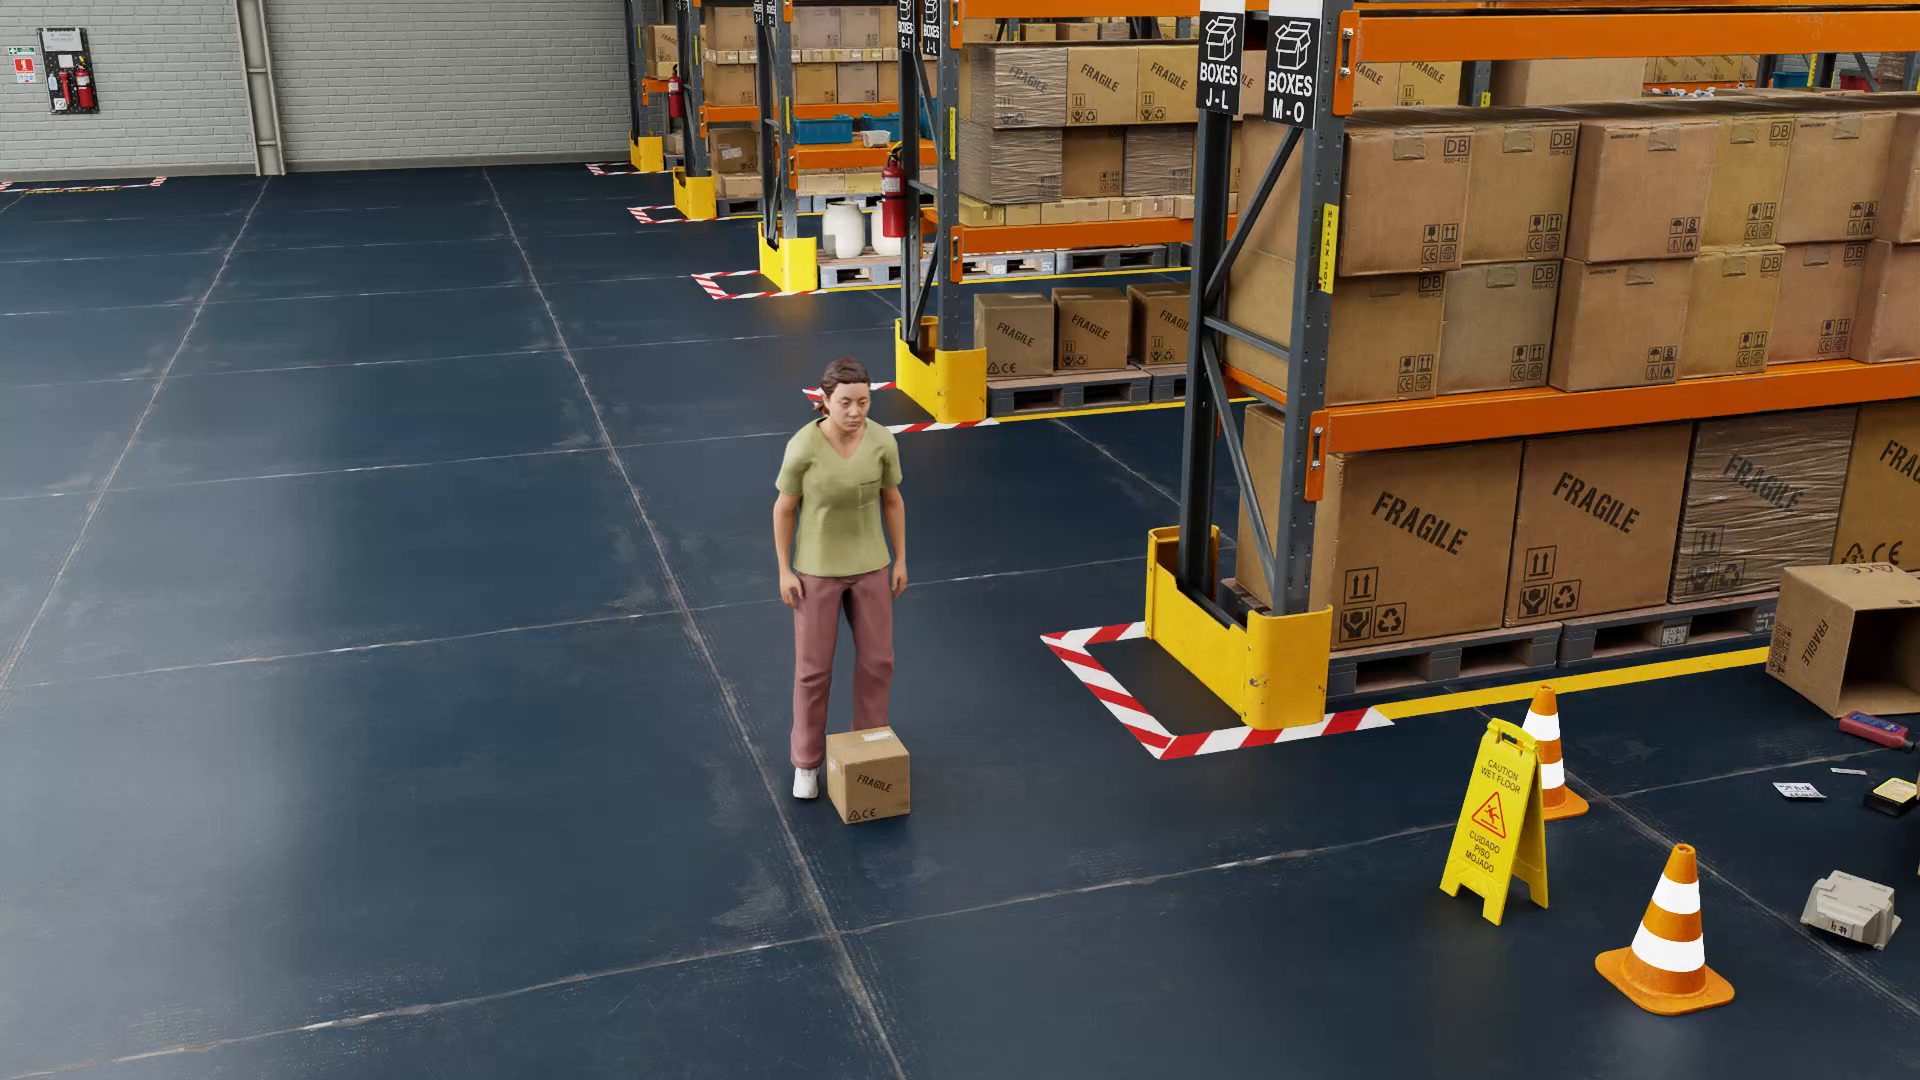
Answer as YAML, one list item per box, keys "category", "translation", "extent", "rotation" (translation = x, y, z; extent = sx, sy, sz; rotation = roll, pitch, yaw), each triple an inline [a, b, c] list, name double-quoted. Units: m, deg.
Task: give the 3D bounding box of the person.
- category: "person"
  translation: [-0.431, 0.129, 6.200]
  extent: [0.499, 1.673, 0.356]
  rotation: [-6, 20, -17]
